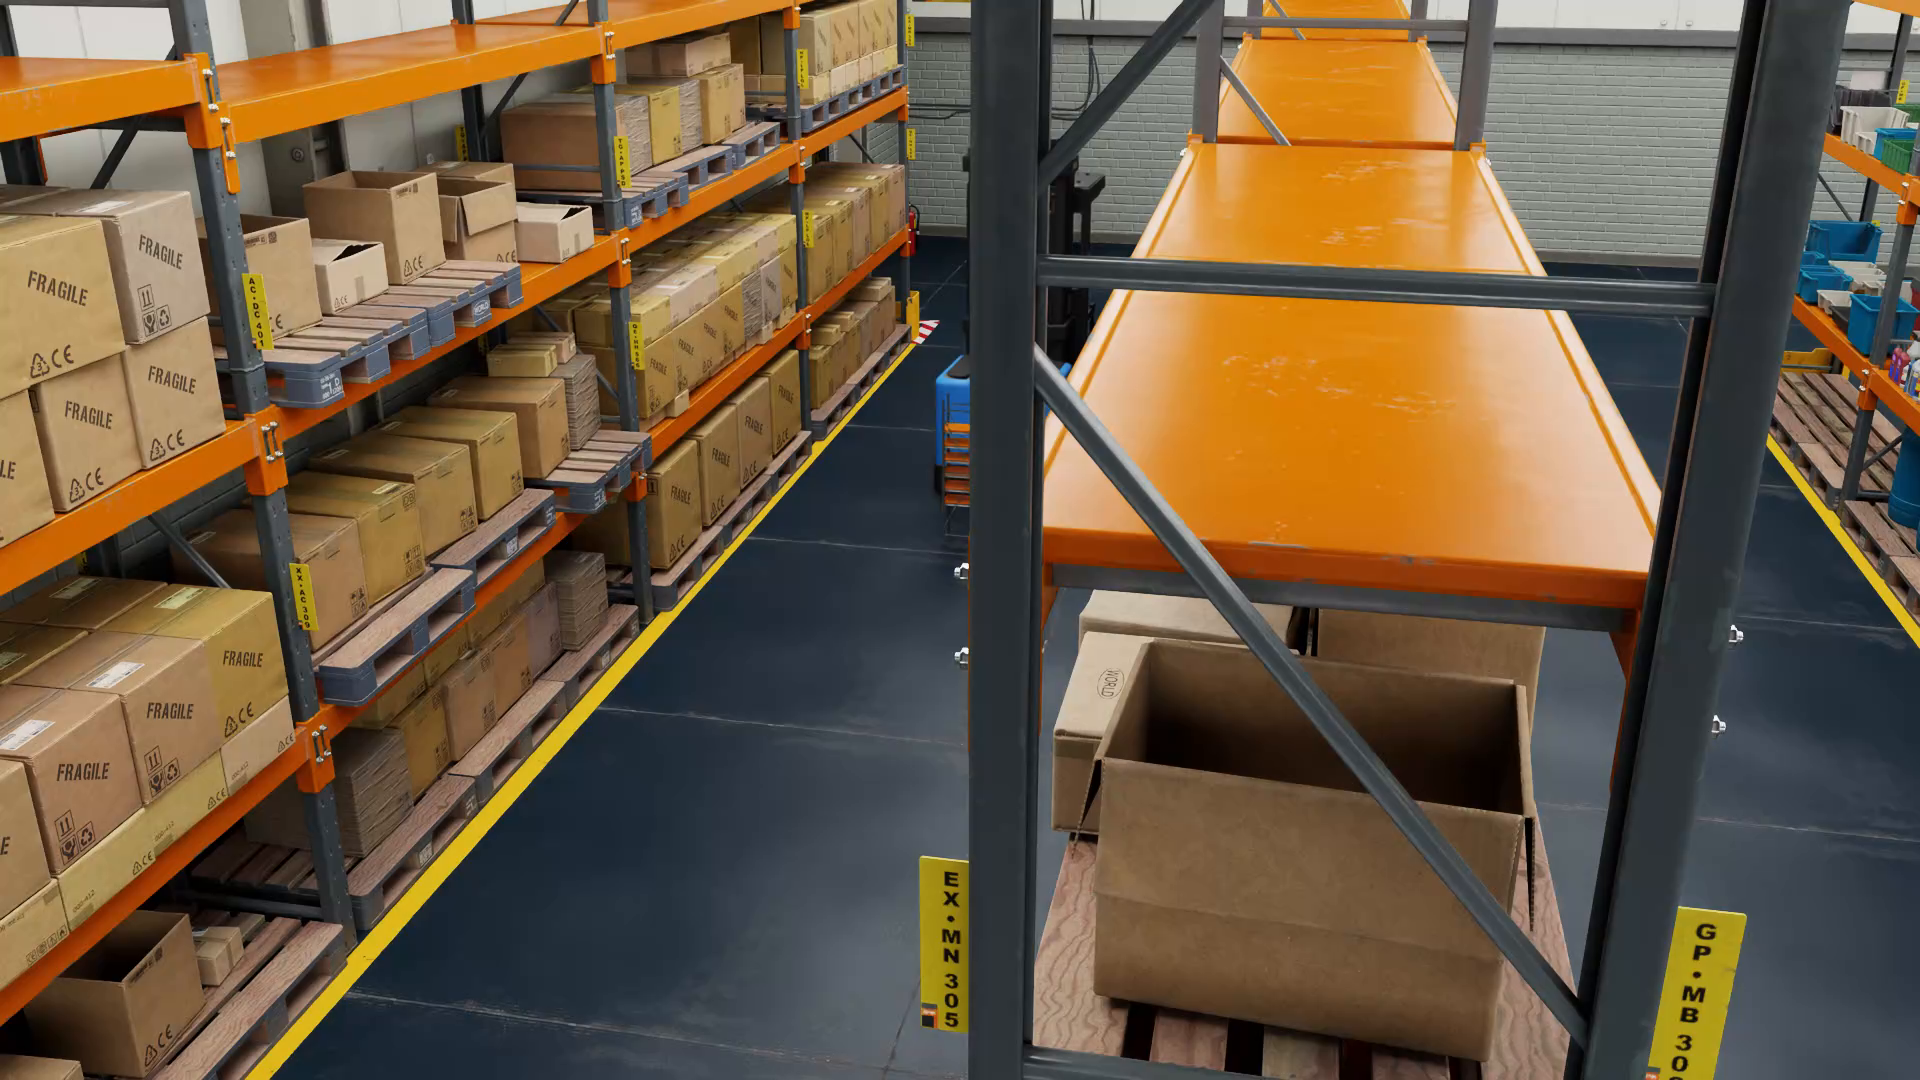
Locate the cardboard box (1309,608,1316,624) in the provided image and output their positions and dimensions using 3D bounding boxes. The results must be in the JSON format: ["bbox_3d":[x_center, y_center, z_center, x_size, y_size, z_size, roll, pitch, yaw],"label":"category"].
[{"bbox_3d":[0.871,-0.107,4.731,0.797,0.503,0.637,7,23,17],"label":"cardboard box"}]

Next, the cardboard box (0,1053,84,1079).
[{"bbox_3d":[-3.792,2.323,6.359,0.700,0.500,0.500,3,22,8],"label":"cardboard box"}]

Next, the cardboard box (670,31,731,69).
[{"bbox_3d":[-2.195,-3.980,13.510,0.500,0.250,0.500,6,23,15],"label":"cardboard box"}]

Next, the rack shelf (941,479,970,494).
[{"bbox_3d":[-0.003,-0.399,13.208,0.258,0.103,0.180,4,22,11],"label":"rack shelf"}]

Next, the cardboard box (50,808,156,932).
[{"bbox_3d":[-3.517,1.247,6.447,0.500,0.250,0.500,4,22,11],"label":"cardboard box"}]

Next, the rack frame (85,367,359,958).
[{"bbox_3d":[-3.520,0.623,7.821,1.000,3.000,0.127,4,22,11],"label":"rack frame"}]

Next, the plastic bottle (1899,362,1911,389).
[{"bbox_3d":[7.286,-1.261,12.766,0.097,0.201,0.097,0,22,0],"label":"plastic bottle"}]

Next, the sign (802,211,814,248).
[{"bbox_3d":[-1.354,-2.765,14.790,0.100,0.325,0.005,4,22,11],"label":"sign"}]

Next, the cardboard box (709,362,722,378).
[{"bbox_3d":[-2.107,-1.397,13.146,0.380,0.149,0.250,5,22,11],"label":"cardboard box"}]

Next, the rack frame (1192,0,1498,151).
[{"bbox_3d":[1.330,-1.783,5.766,1.000,3.000,0.127,4,22,11],"label":"rack frame"}]

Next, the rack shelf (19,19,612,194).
[{"bbox_3d":[-3.112,-2.372,8.725,1.077,0.370,4.000,4,22,11],"label":"rack shelf"}]

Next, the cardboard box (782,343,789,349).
[{"bbox_3d":[-1.858,-1.866,15.918,0.380,0.149,0.250,4,22,11],"label":"cardboard box"}]

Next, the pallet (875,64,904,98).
[{"bbox_3d":[-1.212,-4.843,17.498,1.003,0.211,1.213,4,22,11],"label":"pallet"}]

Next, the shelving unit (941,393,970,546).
[{"bbox_3d":[-0.003,-0.551,13.147,0.258,1.200,0.189,4,22,11],"label":"shelving unit"}]

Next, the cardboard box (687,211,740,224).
[{"bbox_3d":[-2.236,-2.695,14.499,0.500,0.250,0.500,5,23,13],"label":"cardboard box"}]

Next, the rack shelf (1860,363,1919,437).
[{"bbox_3d":[7.403,-0.482,11.528,1.077,0.370,4.000,4,22,11],"label":"rack shelf"}]

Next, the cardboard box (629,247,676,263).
[{"bbox_3d":[-2.545,-2.129,13.093,0.500,0.250,0.500,4,22,10],"label":"cardboard box"}]

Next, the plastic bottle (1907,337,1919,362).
[{"bbox_3d":[7.414,-1.405,12.924,0.144,0.351,0.185,4,22,11],"label":"plastic bottle"}]

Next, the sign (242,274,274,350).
[{"bbox_3d":[-2.987,-0.969,7.068,0.100,0.325,0.005,4,22,11],"label":"sign"}]

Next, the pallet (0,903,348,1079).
[{"bbox_3d":[-3.622,2.165,7.725,1.003,0.211,1.213,4,22,11],"label":"pallet"}]

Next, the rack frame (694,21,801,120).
[{"bbox_3d":[-1.887,-5.085,13.965,1.000,3.000,0.127,4,22,11],"label":"rack frame"}]

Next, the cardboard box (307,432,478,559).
[{"bbox_3d":[-3.158,-0.258,9.286,0.700,0.500,0.500,8,23,18],"label":"cardboard box"}]

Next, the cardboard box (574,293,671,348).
[{"bbox_3d":[-2.353,-1.538,11.625,0.500,0.250,0.500,5,22,12],"label":"cardboard box"}]

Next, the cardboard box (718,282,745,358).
[{"bbox_3d":[-2.037,-1.754,13.166,0.500,0.500,0.500,5,22,12],"label":"cardboard box"}]

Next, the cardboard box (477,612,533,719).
[{"bbox_3d":[-3.092,0.747,10.272,0.700,0.500,0.500,4,22,11],"label":"cardboard box"}]

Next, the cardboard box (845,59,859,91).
[{"bbox_3d":[-1.273,-4.471,15.961,0.500,0.250,0.500,4,22,9],"label":"cardboard box"}]

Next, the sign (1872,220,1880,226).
[{"bbox_3d":[9.169,-3.050,16.723,0.100,0.325,0.005,4,22,11],"label":"sign"}]

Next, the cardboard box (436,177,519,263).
[{"bbox_3d":[-3.059,-1.821,9.710,0.797,0.503,0.637,8,23,18],"label":"cardboard box"}]

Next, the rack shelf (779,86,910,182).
[{"bbox_3d":[-1.479,-4.091,16.476,1.077,0.370,4.000,4,22,11],"label":"rack shelf"}]

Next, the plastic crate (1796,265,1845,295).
[{"bbox_3d":[7.986,-2.413,15.505,0.416,0.233,0.300,4,22,11],"label":"plastic crate"}]

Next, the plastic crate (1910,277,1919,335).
[{"bbox_3d":[8.239,-1.912,13.950,0.402,0.464,0.583,4,22,11],"label":"plastic crate"}]

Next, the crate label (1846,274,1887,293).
[{"bbox_3d":[8.532,-2.395,15.588,0.396,0.136,0.243,4,22,11],"label":"crate label"}]

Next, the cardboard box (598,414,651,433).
[{"bbox_3d":[-2.410,-0.835,11.751,0.380,0.149,0.250,4,22,10],"label":"cardboard box"}]

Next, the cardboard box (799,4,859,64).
[{"bbox_3d":[-1.273,-4.822,15.828,0.500,0.500,0.500,5,22,11],"label":"cardboard box"}]

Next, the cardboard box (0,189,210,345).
[{"bbox_3d":[-3.357,-1.084,6.545,0.500,0.500,0.500,3,22,6],"label":"cardboard box"}]

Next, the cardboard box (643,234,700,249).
[{"bbox_3d":[-2.434,-2.320,13.566,0.500,0.250,0.500,4,22,9],"label":"cardboard box"}]

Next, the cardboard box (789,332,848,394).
[{"bbox_3d":[-1.529,-1.787,16.589,0.700,0.500,0.500,4,22,10],"label":"cardboard box"}]

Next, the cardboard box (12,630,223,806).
[{"bbox_3d":[-3.410,0.715,6.763,0.500,0.500,0.500,4,22,11],"label":"cardboard box"}]

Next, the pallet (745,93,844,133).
[{"bbox_3d":[-1.710,-3.951,15.283,1.003,0.211,1.213,4,22,11],"label":"pallet"}]

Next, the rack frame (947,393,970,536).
[{"bbox_3d":[0.016,-0.585,13.230,0.240,1.200,0.006,4,22,11],"label":"rack frame"}]

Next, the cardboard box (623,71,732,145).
[{"bbox_3d":[-2.225,-3.422,13.128,0.700,0.500,0.500,4,22,10],"label":"cardboard box"}]

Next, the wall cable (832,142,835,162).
[{"bbox_3d":[-1.736,-4.777,19.870,0.084,1.984,1.851,4,22,11],"label":"wall cable"}]

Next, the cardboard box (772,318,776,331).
[{"bbox_3d":[-1.805,-1.865,14.308,0.380,0.149,0.250,5,23,13],"label":"cardboard box"}]

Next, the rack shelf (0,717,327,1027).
[{"bbox_3d":[-3.928,1.689,6.139,1.077,0.370,4.000,4,22,11],"label":"rack shelf"}]

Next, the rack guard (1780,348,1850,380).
[{"bbox_3d":[8.620,-1.860,17.334,1.175,0.500,0.348,4,22,11],"label":"rack guard"}]

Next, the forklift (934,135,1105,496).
[{"bbox_3d":[0.657,-2.194,14.908,1.130,2.935,3.031,6,23,14],"label":"forklift"}]

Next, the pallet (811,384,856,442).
[{"bbox_3d":[-1.656,-1.281,16.282,1.003,0.211,1.213,4,22,11],"label":"pallet"}]

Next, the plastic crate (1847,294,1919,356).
[{"bbox_3d":[7.573,-1.764,13.691,0.392,0.384,0.575,4,22,11],"label":"plastic crate"}]

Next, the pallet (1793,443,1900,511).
[{"bbox_3d":[7.923,-0.526,14.406,1.003,0.211,1.213,4,22,11],"label":"pallet"}]

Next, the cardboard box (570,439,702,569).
[{"bbox_3d":[-2.425,-0.296,12.419,0.750,0.750,0.750,4,22,10],"label":"cardboard box"}]

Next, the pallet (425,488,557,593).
[{"bbox_3d":[-3.067,-0.023,9.684,1.003,0.211,1.213,4,22,11],"label":"pallet"}]

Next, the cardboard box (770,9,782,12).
[{"bbox_3d":[-1.868,-4.675,15.463,0.500,0.500,0.500,4,22,9],"label":"cardboard box"}]

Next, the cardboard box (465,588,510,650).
[{"bbox_3d":[-3.077,0.428,10.060,0.500,0.250,0.500,4,22,11],"label":"cardboard box"}]

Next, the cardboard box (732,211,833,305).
[{"bbox_3d":[-1.761,-2.639,15.519,0.980,0.700,0.700,5,22,12],"label":"cardboard box"}]

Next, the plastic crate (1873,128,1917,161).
[{"bbox_3d":[7.684,-3.218,13.568,0.416,0.233,0.300,4,22,11],"label":"plastic crate"}]
